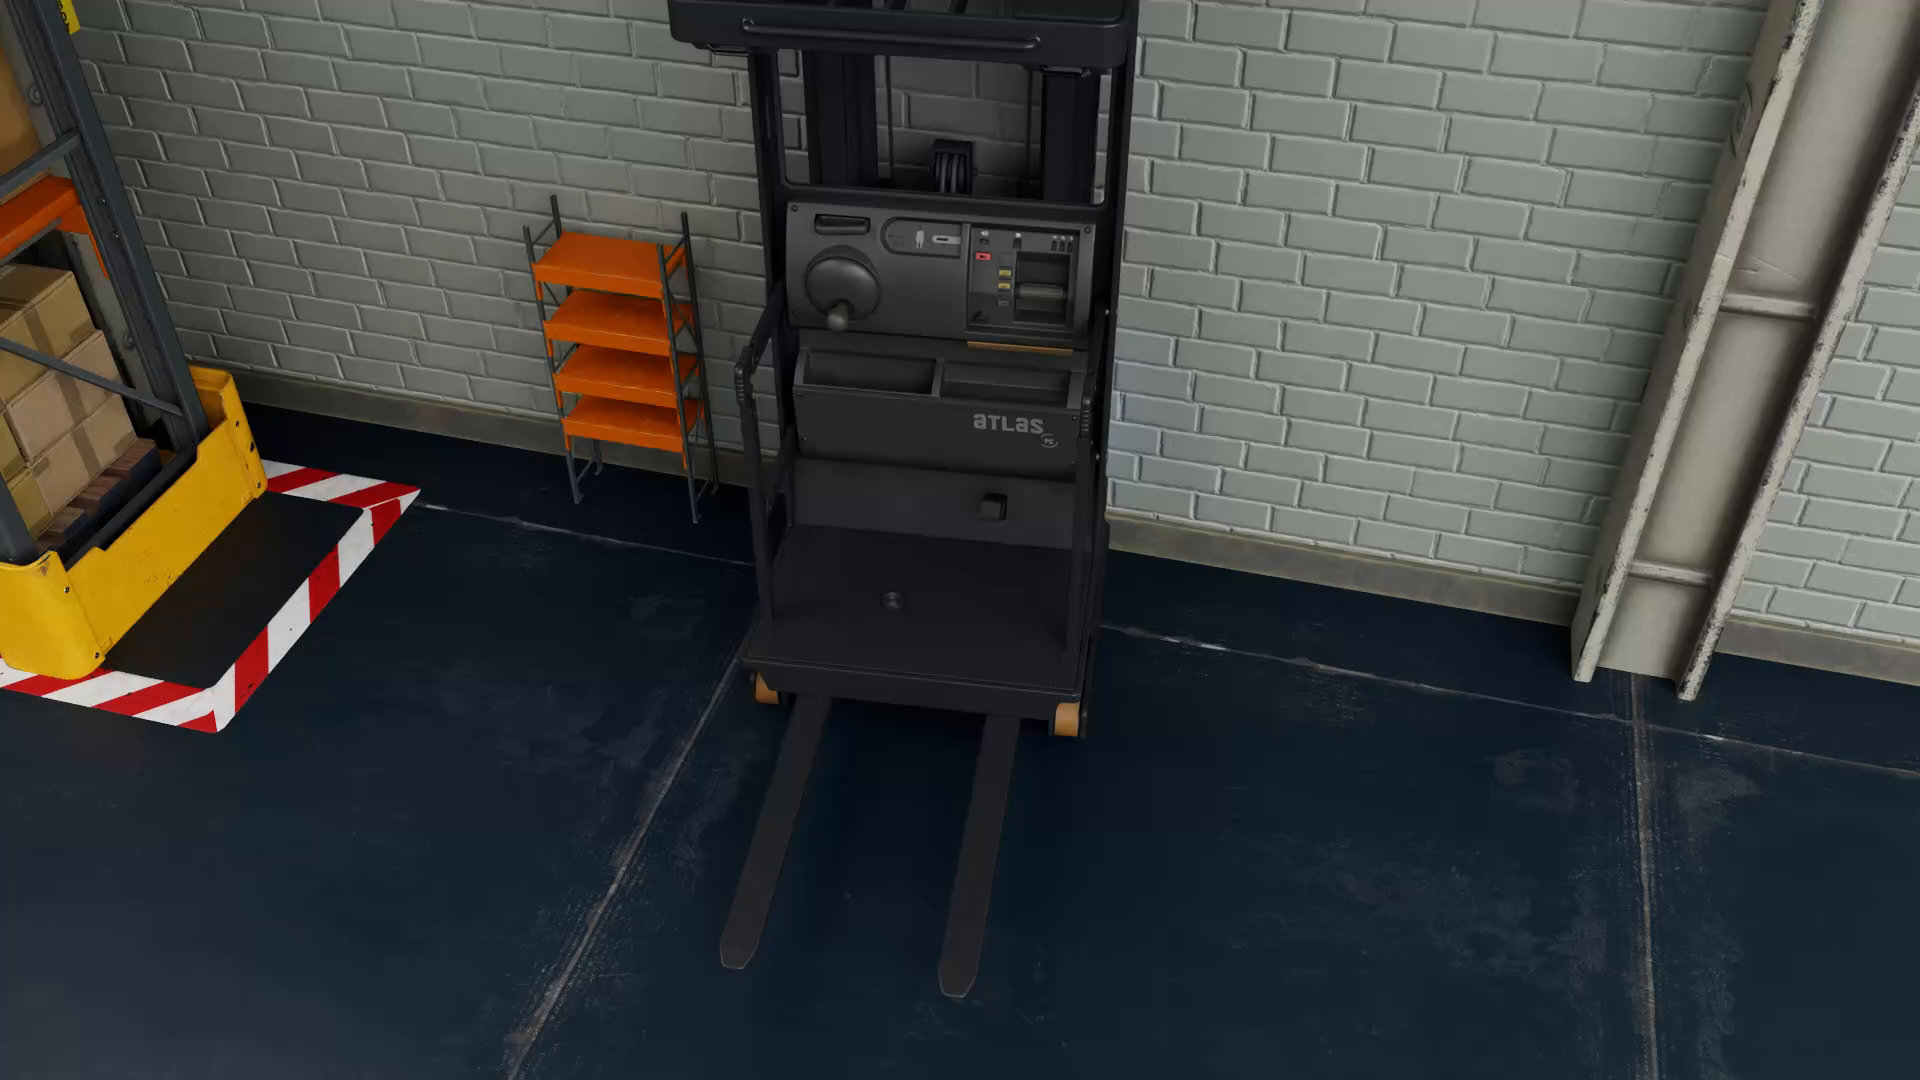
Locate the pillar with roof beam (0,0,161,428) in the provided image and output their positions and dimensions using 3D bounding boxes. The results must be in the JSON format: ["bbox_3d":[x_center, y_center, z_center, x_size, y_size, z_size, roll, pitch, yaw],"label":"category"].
[{"bbox_3d":[-4.584,-1.355,0.866,0.400,9.000,9.100,10,41,11],"label":"pillar with roof beam"}]

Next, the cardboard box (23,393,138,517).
[{"bbox_3d":[-3.455,-0.367,6.167,0.500,0.250,0.500,10,41,12],"label":"cardboard box"}]

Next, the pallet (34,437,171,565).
[{"bbox_3d":[-3.781,-0.090,6.193,1.213,0.211,1.003,10,41,11],"label":"pallet"}]

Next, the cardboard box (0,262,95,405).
[{"bbox_3d":[-3.447,-0.745,5.838,0.500,0.250,0.500,9,41,11],"label":"cardboard box"}]

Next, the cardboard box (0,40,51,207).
[{"bbox_3d":[-3.438,-1.350,5.447,0.500,0.500,0.500,11,41,13],"label":"cardboard box"}]

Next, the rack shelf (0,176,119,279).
[{"bbox_3d":[-4.964,-1.113,5.803,4.000,0.370,1.077,10,41,11],"label":"rack shelf"}]

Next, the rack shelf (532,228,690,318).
[{"bbox_3d":[-1.214,-0.936,5.821,0.480,0.148,0.258,9,41,11],"label":"rack shelf"}]

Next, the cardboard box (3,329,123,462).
[{"bbox_3d":[-3.432,-0.563,6.011,0.500,0.250,0.500,10,41,12],"label":"cardboard box"}]

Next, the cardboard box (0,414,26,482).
[{"bbox_3d":[-3.583,-0.242,5.629,0.500,0.250,0.500,9,41,11],"label":"cardboard box"}]

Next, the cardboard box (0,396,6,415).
[{"bbox_3d":[-3.557,-0.430,5.464,0.500,0.250,0.500,11,41,13],"label":"cardboard box"}]

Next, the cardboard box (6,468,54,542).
[{"bbox_3d":[-3.567,-0.046,5.784,0.500,0.250,0.500,10,41,12],"label":"cardboard box"}]

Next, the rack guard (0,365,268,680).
[{"bbox_3d":[-3.008,-0.095,5.975,0.348,0.500,1.175,10,41,11],"label":"rack guard"}]

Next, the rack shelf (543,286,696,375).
[{"bbox_3d":[-1.214,-0.755,5.973,0.480,0.148,0.258,9,41,11],"label":"rack shelf"}]

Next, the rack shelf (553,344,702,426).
[{"bbox_3d":[-1.214,-0.584,6.117,0.480,0.148,0.258,9,41,11],"label":"rack shelf"}]

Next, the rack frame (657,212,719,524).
[{"bbox_3d":[-0.977,-0.597,6.028,0.015,1.200,0.240,9,41,11],"label":"rack frame"}]

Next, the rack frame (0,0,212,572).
[{"bbox_3d":[-3.032,-1.056,5.175,0.127,3.000,1.000,10,41,11],"label":"rack frame"}]

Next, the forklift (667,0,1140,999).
[{"bbox_3d":[-0.094,-0.722,4.831,1.130,2.935,3.031,6,40,7],"label":"forklift"}]

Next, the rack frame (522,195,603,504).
[{"bbox_3d":[-1.450,-0.674,6.120,0.015,1.200,0.240,9,41,11],"label":"rack frame"}]

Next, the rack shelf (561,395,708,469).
[{"bbox_3d":[-1.214,-0.432,6.245,0.480,0.148,0.258,9,41,11],"label":"rack shelf"}]

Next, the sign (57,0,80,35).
[{"bbox_3d":[-2.882,-1.762,5.281,0.005,0.325,0.100,10,41,11],"label":"sign"}]

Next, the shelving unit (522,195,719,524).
[{"bbox_3d":[-1.214,-0.636,6.074,0.503,1.200,0.258,9,41,11],"label":"shelving unit"}]
